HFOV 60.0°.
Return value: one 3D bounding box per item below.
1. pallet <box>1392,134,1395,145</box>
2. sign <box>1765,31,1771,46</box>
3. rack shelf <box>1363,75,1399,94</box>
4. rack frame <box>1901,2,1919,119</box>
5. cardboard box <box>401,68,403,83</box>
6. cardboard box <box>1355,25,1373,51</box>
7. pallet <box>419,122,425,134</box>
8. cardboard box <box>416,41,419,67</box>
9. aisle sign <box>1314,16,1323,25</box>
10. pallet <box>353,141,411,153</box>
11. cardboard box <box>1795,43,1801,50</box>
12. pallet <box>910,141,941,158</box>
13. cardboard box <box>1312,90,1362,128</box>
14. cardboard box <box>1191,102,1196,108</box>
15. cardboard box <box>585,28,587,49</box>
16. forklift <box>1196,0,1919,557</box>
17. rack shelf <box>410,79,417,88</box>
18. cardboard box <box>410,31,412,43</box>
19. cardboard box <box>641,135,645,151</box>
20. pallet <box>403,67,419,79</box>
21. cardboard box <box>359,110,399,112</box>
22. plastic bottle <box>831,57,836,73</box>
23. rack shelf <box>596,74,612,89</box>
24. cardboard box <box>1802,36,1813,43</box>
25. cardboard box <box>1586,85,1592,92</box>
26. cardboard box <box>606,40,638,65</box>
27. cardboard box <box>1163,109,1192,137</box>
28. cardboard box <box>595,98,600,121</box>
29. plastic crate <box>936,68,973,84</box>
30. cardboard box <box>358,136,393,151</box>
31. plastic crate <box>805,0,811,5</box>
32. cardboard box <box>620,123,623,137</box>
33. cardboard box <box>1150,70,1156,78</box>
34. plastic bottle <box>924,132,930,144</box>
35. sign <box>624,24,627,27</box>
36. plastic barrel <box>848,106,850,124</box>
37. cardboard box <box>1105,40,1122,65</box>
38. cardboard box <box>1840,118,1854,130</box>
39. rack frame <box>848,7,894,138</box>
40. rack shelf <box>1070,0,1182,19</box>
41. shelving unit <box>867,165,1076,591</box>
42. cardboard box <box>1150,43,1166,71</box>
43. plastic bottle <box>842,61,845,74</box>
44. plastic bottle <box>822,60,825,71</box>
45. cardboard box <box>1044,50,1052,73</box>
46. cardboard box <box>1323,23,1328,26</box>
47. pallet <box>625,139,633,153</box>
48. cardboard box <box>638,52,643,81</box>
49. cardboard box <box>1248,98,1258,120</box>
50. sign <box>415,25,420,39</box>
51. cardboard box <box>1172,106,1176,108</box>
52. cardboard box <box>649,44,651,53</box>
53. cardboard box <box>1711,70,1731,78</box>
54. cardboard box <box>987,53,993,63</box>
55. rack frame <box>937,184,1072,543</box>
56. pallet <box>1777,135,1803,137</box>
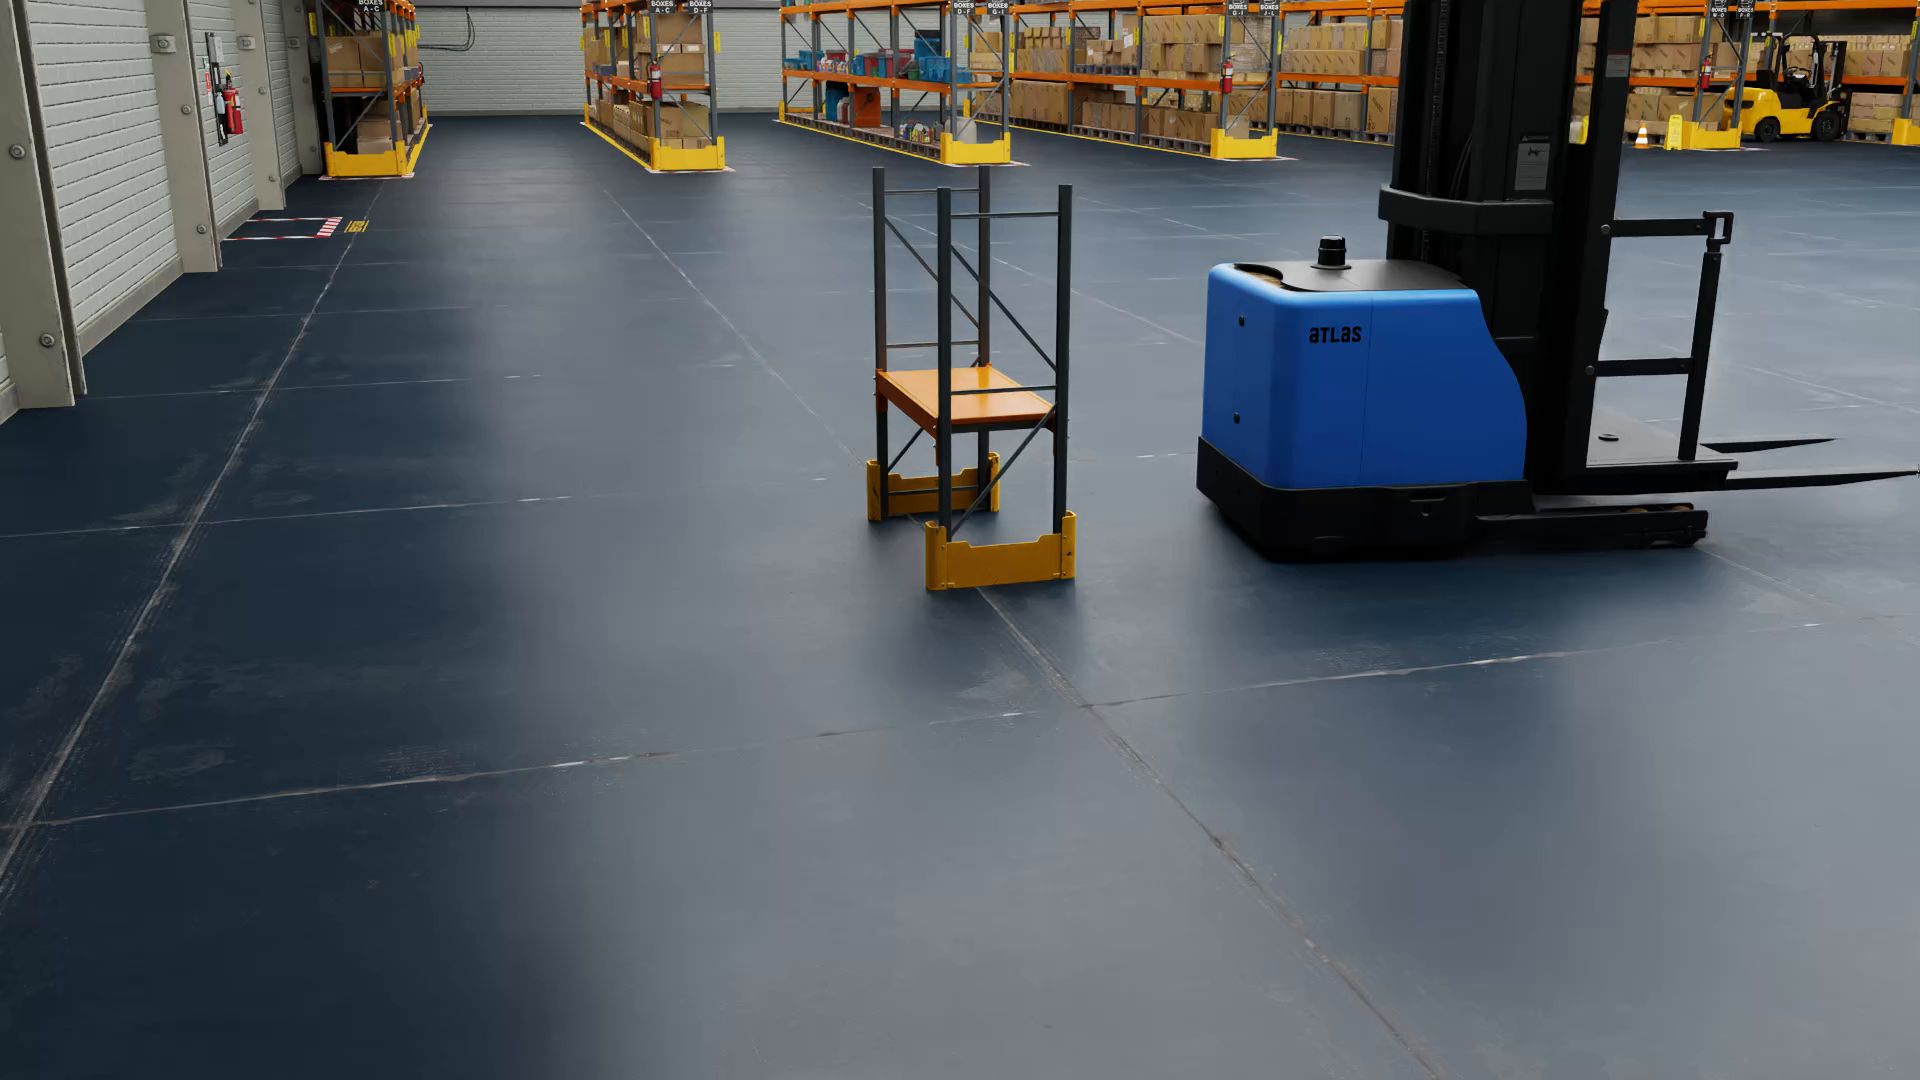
[{"bbox_3d":[9.263,-7.854,32.732,1.003,0.211,1.213,-5,17,-15],"label":"pallet"},{"bbox_3d":[17.774,-11.028,36.576,0.100,0.325,0.005,-5,17,-15],"label":"sign"},{"bbox_3d":[9.340,-8.846,32.439,1.077,0.370,4.000,-5,17,-15],"label":"rack shelf"},{"bbox_3d":[19.393,-9.450,33.199,1.000,3.000,0.127,-5,17,-15],"label":"rack frame"},{"bbox_3d":[-9.591,-7.759,27.796,0.500,0.250,0.500,-5,17,-16],"label":"cardboard box"},{"bbox_3d":[8.648,-10.408,34.475,0.700,0.500,0.500,-5,17,-16],"label":"cardboard box"},{"bbox_3d":[-12.627,-9.299,37.542,1.003,0.211,1.213,-5,17,-15],"label":"pallet"},{"bbox_3d":[-13.442,-11.528,39.594,0.980,0.700,0.700,-4,17,-13],"label":"cardboard box"},{"bbox_3d":[9.925,-14.725,46.239,0.394,0.787,0.004,-5,17,-15],"label":"aisle sign"},{"bbox_3d":[-10.510,-7.085,30.171,1.003,0.211,1.213,-5,17,-15],"label":"pallet"},{"bbox_3d":[18.299,-10.665,35.942,0.380,0.149,0.250,-5,17,-15],"label":"cardboard box"},{"bbox_3d":[-0.285,-7.126,30.307,1.003,0.211,1.213,-5,17,-15],"label":"pallet"},{"bbox_3d":[8.272,-9.300,35.878,1.050,0.750,0.750,-5,17,-15],"label":"cardboard box"},{"bbox_3d":[6.113,-11.071,42.303,0.380,0.149,0.250,-6,18,-18],"label":"cardboard box"},{"bbox_3d":[-8.811,-12.156,40.295,0.500,0.500,0.500,-5,17,-15],"label":"cardboard box"},{"bbox_3d":[2.627,-1.515,6.901,3.031,2.935,1.130,-3,17,-9],"label":"forklift"},{"bbox_3d":[-11.943,-9.520,34.682,1.077,0.370,4.000,-5,17,-15],"label":"rack shelf"},{"bbox_3d":[-12.119,-10.868,35.890,0.500,0.250,0.500,-4,17,-14],"label":"cardboard box"},{"bbox_3d":[-5.153,-6.776,28.346,0.500,0.250,0.500,-5,17,-15],"label":"cardboard box"},{"bbox_3d":[-11.095,-9.031,32.136,1.213,0.211,1.003,-5,17,-15],"label":"pallet"},{"bbox_3d":[-11.116,-7.978,31.879,0.700,0.500,0.500,-5,17,-15],"label":"cardboard box"},{"bbox_3d":[-2.795,-10.601,37.115,0.144,0.351,0.185,-5,17,-15],"label":"plastic bottle"},{"bbox_3d":[-7.181,-9.913,35.989,1.077,0.370,4.000,-5,17,-15],"label":"rack shelf"},{"bbox_3d":[18.305,-10.732,35.647,0.380,0.149,0.250,-4,17,-14],"label":"cardboard box"},{"bbox_3d":[13.401,-9.494,34.962,0.380,0.149,0.250,-4,17,-14],"label":"cardboard box"},{"bbox_3d":[-6.913,-10.119,34.520,0.700,0.500,0.500,-12,20,-34],"label":"cardboard box"},{"bbox_3d":[4.230,-8.112,32.360,0.500,0.500,0.500,1,17,2],"label":"cardboard box"},{"bbox_3d":[-8.160,-9.959,38.474,0.500,0.500,0.500,-5,17,-15],"label":"cardboard box"},{"bbox_3d":[-0.095,-7.926,28.381,0.499,0.251,0.616,-5,17,-15],"label":"plastic crate"},{"bbox_3d":[-9.455,-6.378,26.879,0.500,0.311,0.500,-3,17,-11],"label":"cardboard box"},{"bbox_3d":[-3.374,-12.630,38.937,0.450,0.188,0.662,-5,17,-15],"label":"plastic crate"},{"bbox_3d":[-6.342,-7.996,32.408,0.500,0.250,0.500,-4,17,-14],"label":"cardboard box"},{"bbox_3d":[3.915,-9.039,32.267,0.380,0.149,0.250,-5,17,-15],"label":"cardboard box"},{"bbox_3d":[-0.596,-7.226,29.893,0.097,0.201,0.097,0,17,0],"label":"plastic bottle"},{"bbox_3d":[-8.291,-12.661,41.327,0.100,0.325,0.005,-5,17,-15],"label":"sign"},{"bbox_3d":[-2.260,-9.388,36.584,0.421,0.512,0.421,0,17,0],"label":"plastic barrel"},{"bbox_3d":[3.428,-10.103,34.461,0.797,0.503,0.637,-3,17,-10],"label":"cardboard box"},{"bbox_3d":[18.703,-8.717,34.808,0.500,0.250,0.500,-5,17,-15],"label":"cardboard box"},{"bbox_3d":[-1.868,-10.095,35.344,1.000,3.000,0.127,-5,17,-15],"label":"rack frame"},{"bbox_3d":[3.444,-11.025,34.478,1.077,0.370,4.000,-5,17,-15],"label":"rack shelf"},{"bbox_3d":[0.021,-0.697,6.666,0.587,1.500,1.083,-5,17,-15],"label":"shelving unit"},{"bbox_3d":[4.161,-9.300,32.007,0.875,0.500,0.500,-5,17,-15],"label":"cardboard box"},{"bbox_3d":[-2.521,-10.262,36.126,0.097,0.271,0.097,0,17,0],"label":"plastic bottle"},{"bbox_3d":[-3.100,-10.846,38.069,0.097,0.271,0.097,0,17,0],"label":"plastic bottle"},{"bbox_3d":[2.243,-10.933,37.961,0.500,0.500,0.500,-5,18,-17],"label":"cardboard box"},{"bbox_3d":[10.157,-14.052,45.480,0.380,0.149,0.250,-4,17,-14],"label":"cardboard box"},{"bbox_3d":[-5.773,-7.463,31.430,1.003,0.211,1.213,-5,17,-15],"label":"pallet"},{"bbox_3d":[-5.405,-8.523,29.939,0.700,0.500,0.500,-5,17,-17],"label":"cardboard box"},{"bbox_3d":[7.120,-10.160,39.176,0.500,0.500,0.500,-4,17,-13],"label":"cardboard box"},{"bbox_3d":[-13.067,-12.231,40.033,0.100,0.325,0.005,-5,17,-15],"label":"sign"},{"bbox_3d":[5.767,-11.302,43.589,0.380,0.149,0.250,-5,17,-15],"label":"cardboard box"},{"bbox_3d":[-5.005,-8.226,27.821,0.380,0.149,0.250,-4,17,-14],"label":"cardboard box"},{"bbox_3d":[14.727,-9.047,32.293,0.380,0.149,0.250,-5,17,-15],"label":"cardboard box"},{"bbox_3d":[1.000,-12.189,42.061,0.500,0.250,0.500,-5,17,-16],"label":"cardboard box"},{"bbox_3d":[0.163,-0.554,6.190,0.500,1.500,0.032,-5,17,-15],"label":"rack frame"},{"bbox_3d":[18.472,-8.998,36.541,1.003,0.211,1.213,-5,17,-15],"label":"pallet"}]
